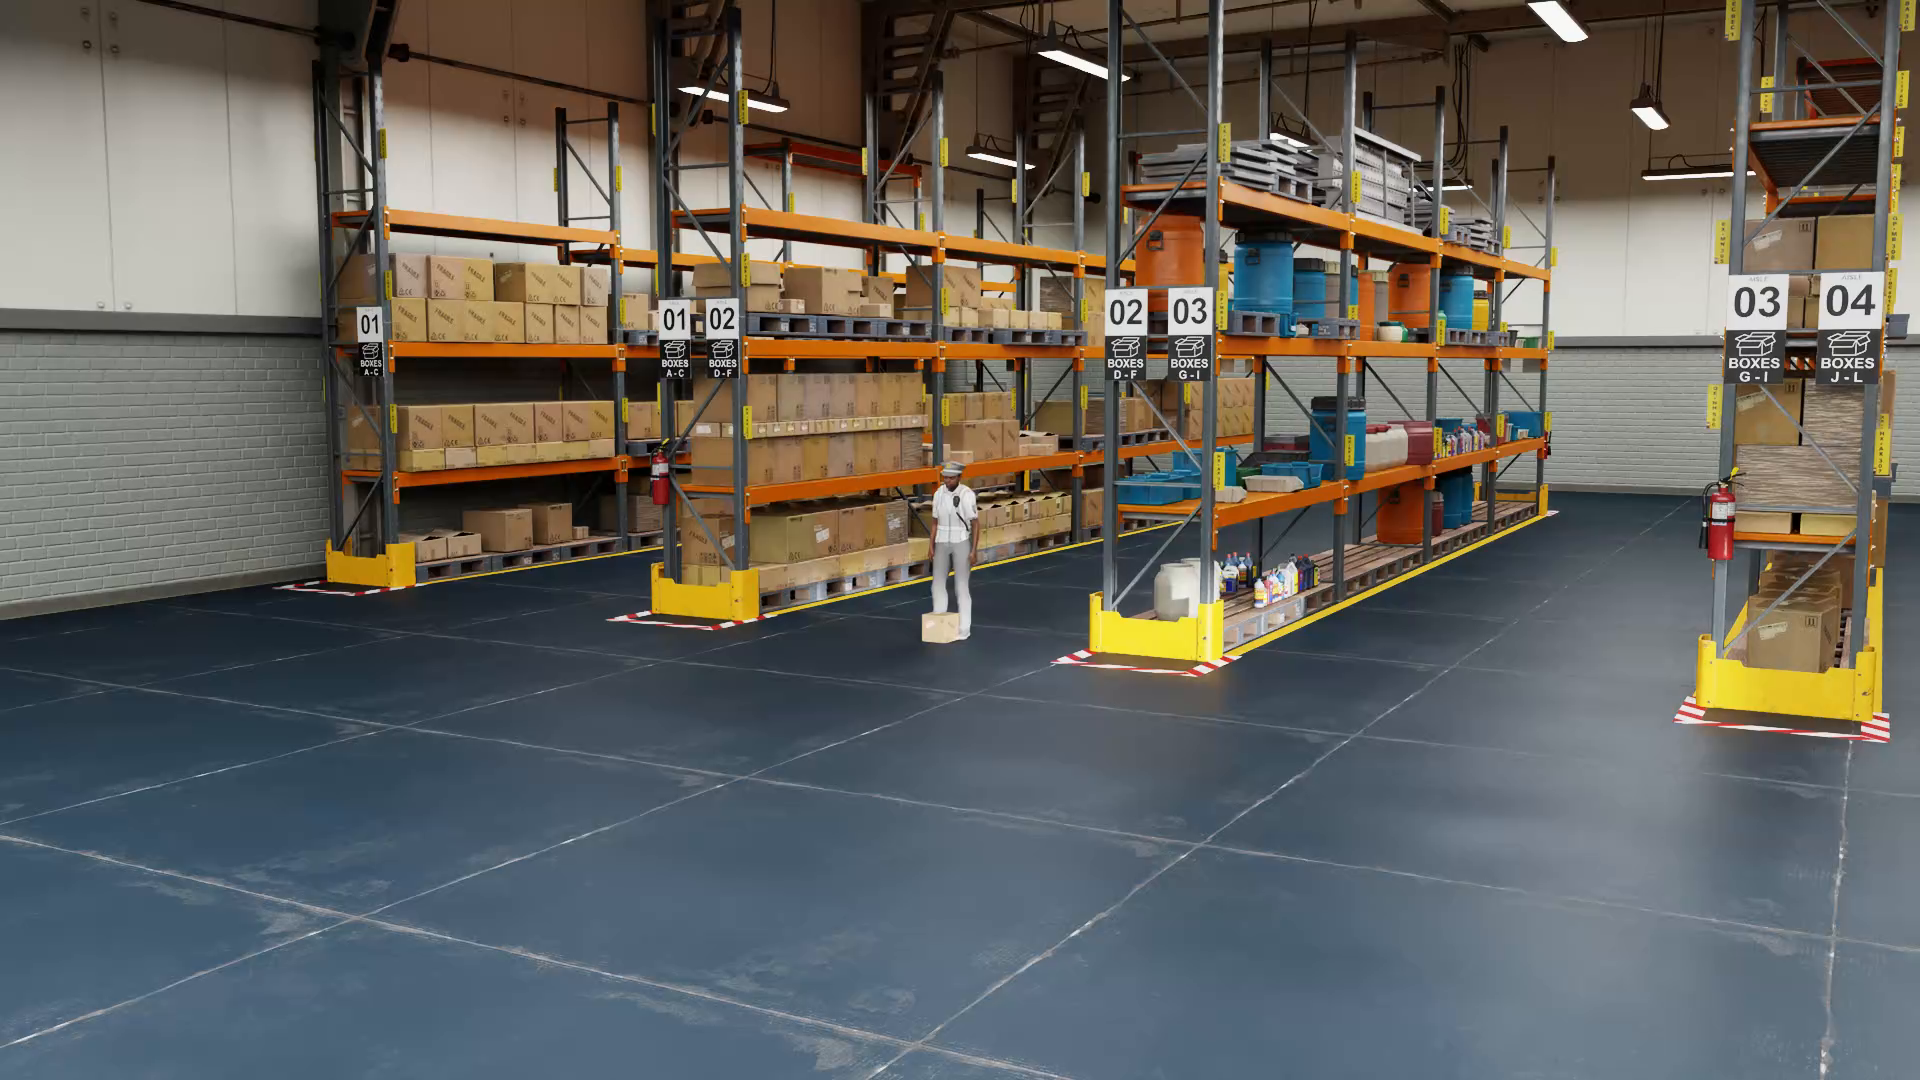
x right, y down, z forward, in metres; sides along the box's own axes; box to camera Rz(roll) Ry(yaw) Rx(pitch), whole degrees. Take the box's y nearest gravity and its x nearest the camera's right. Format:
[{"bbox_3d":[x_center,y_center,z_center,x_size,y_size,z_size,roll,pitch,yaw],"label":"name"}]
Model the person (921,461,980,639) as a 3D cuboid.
[{"bbox_3d":[-0.075,0.087,15.560,0.530,1.657,0.398,3,7,25],"label":"person"}]
